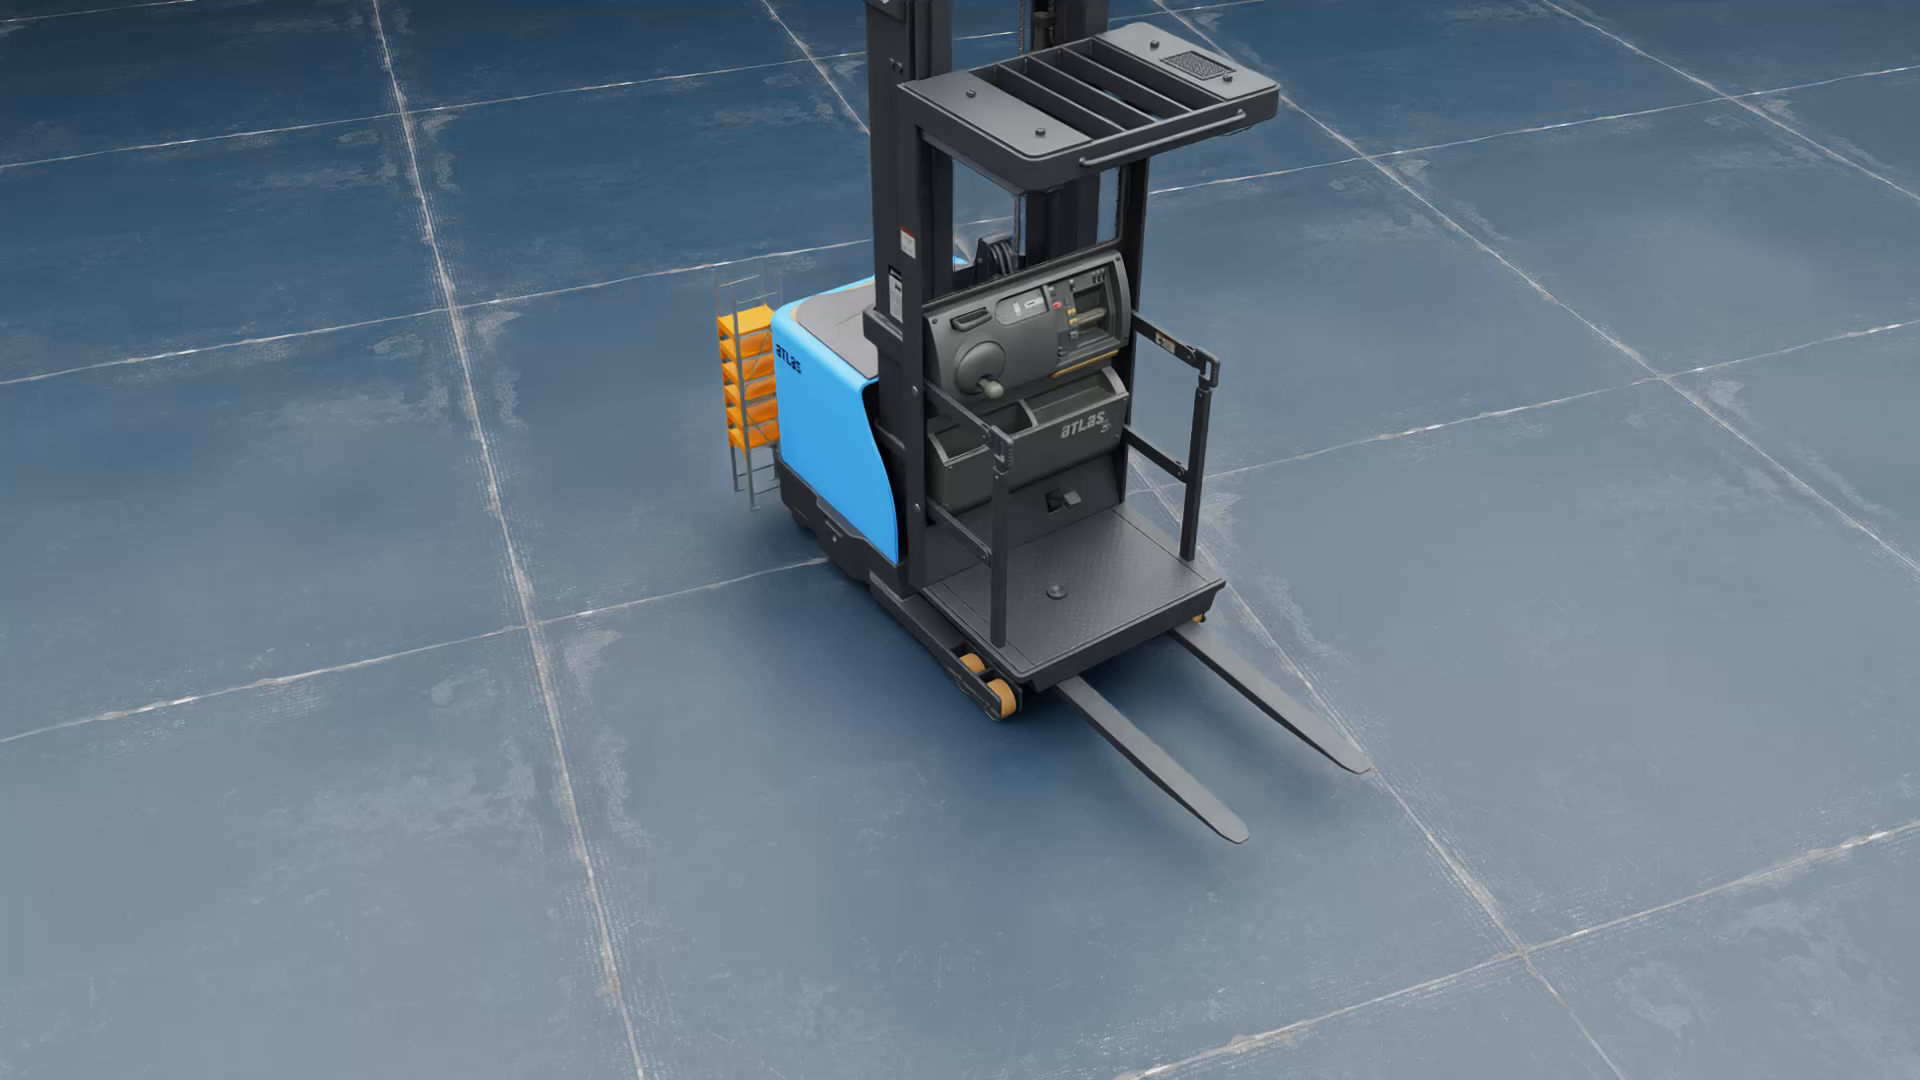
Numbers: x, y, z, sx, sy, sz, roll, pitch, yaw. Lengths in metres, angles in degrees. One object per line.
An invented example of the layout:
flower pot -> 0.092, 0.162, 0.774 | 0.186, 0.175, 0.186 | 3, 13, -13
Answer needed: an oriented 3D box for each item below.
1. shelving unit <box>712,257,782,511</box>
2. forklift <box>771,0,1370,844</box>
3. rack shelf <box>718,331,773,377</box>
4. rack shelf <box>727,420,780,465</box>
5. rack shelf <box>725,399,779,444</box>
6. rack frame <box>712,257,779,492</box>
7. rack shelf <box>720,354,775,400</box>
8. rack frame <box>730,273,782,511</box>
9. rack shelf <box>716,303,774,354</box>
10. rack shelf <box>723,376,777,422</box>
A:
shelving unit -> -0.942, -0.703, 7.687 | 0.258, 1.200, 0.189 | -20, 42, -25
forklift -> 0.404, -0.770, 6.336 | 1.130, 2.935, 3.031 | -23, 43, -27
rack shelf -> -0.942, -0.860, 7.569 | 0.258, 0.103, 0.180 | -20, 42, -25
rack shelf -> -0.942, -0.476, 7.858 | 0.258, 0.103, 0.180 | -20, 42, -25
rack shelf -> -0.942, -0.572, 7.786 | 0.258, 0.103, 0.180 | -20, 42, -25
rack frame -> -0.991, -0.750, 7.749 | 0.240, 1.200, 0.006 | -20, 42, -25
rack shelf -> -0.942, -0.764, 7.641 | 0.258, 0.103, 0.180 | -20, 42, -25
rack frame -> -0.894, -0.657, 7.624 | 0.240, 1.200, 0.006 | -20, 42, -25
rack shelf -> -0.942, -0.955, 7.497 | 0.258, 0.103, 0.180 | -20, 42, -25
rack shelf -> -0.942, -0.668, 7.713 | 0.258, 0.103, 0.180 | -20, 42, -25
